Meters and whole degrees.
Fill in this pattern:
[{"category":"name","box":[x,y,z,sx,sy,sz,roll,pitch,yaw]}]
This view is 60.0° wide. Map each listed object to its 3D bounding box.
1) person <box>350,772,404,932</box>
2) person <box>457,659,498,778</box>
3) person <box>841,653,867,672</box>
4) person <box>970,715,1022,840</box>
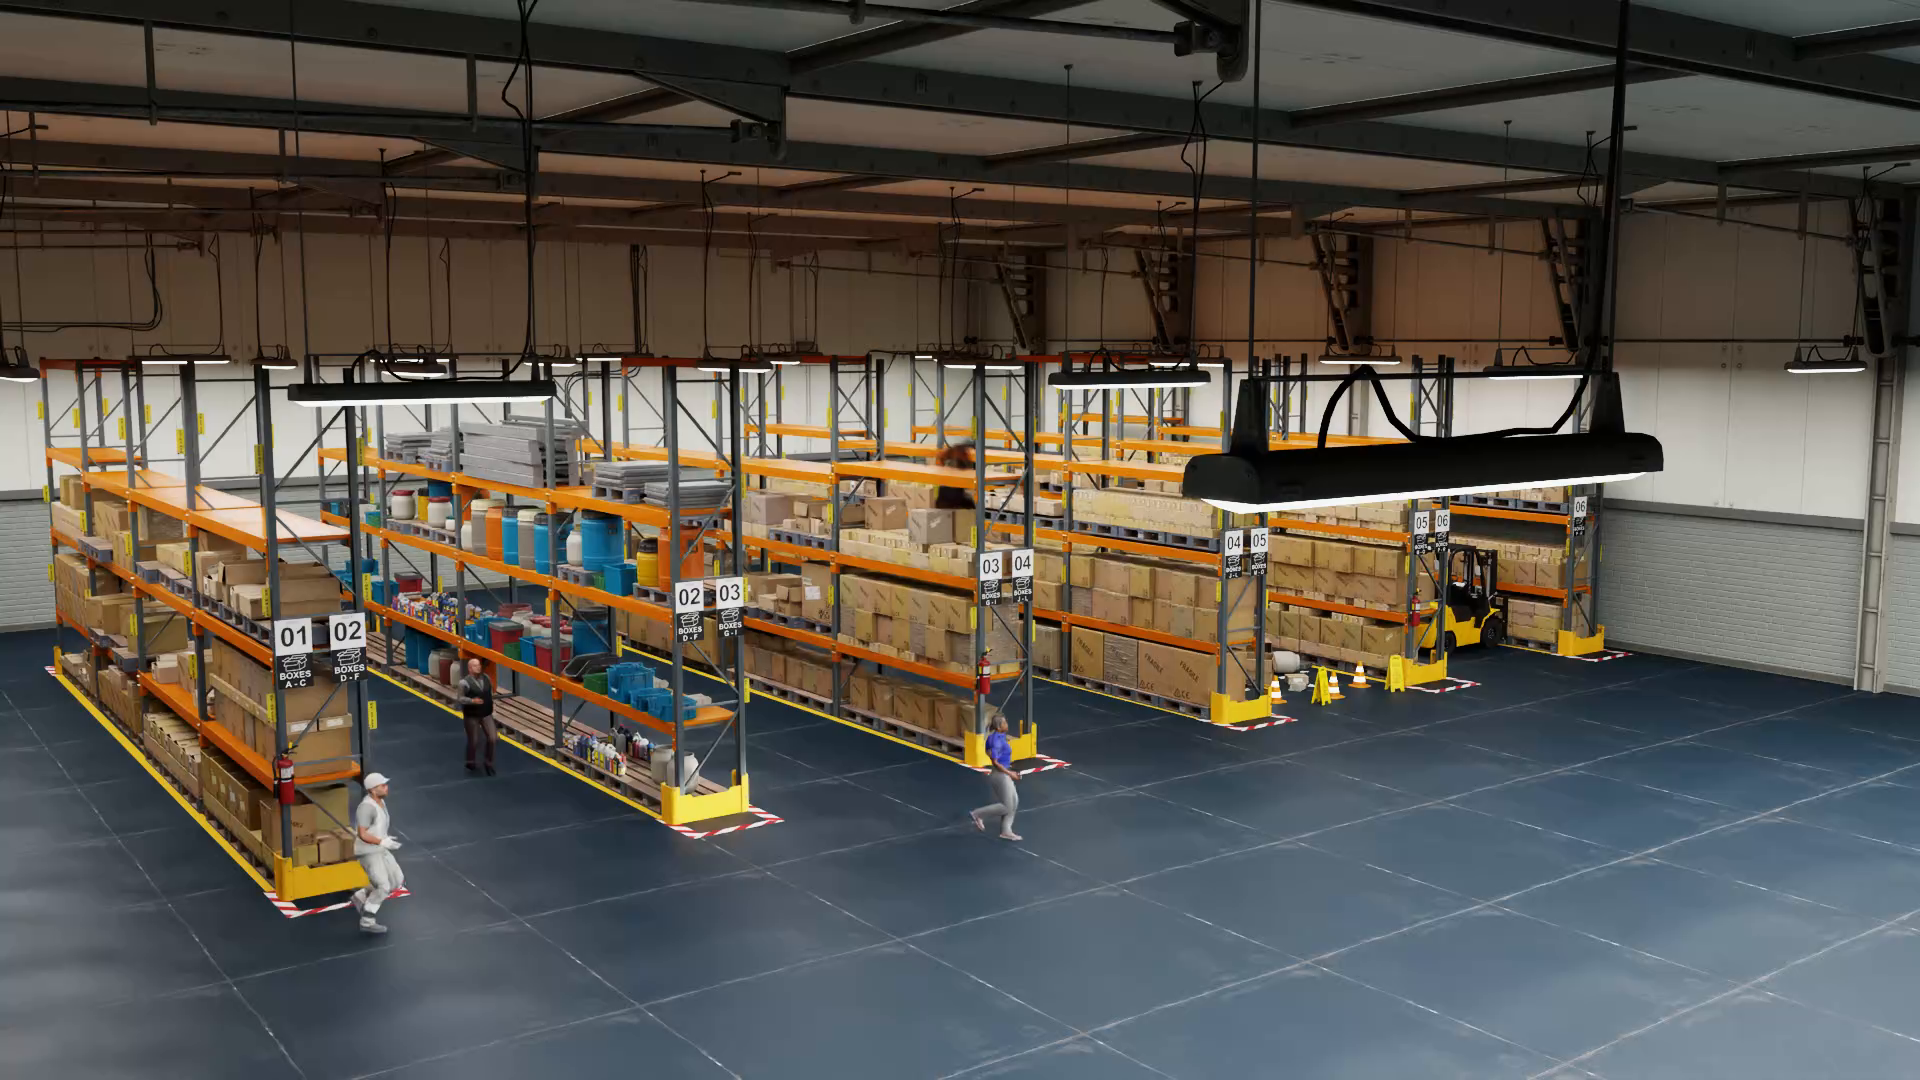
[{"category":"person","box":[-6.290,3.352,17.925,0.616,1.721,0.688,0,7,-2]},{"category":"person","box":[-7.000,2.597,24.164,0.635,1.767,0.756,-5,9,-38]},{"category":"person","box":[-2.051,1.590,31.908,0.700,1.792,0.953,-6,9,-43]},{"category":"person","box":[0.456,3.019,21.097,0.668,1.628,0.584,-1,7,-5]}]
